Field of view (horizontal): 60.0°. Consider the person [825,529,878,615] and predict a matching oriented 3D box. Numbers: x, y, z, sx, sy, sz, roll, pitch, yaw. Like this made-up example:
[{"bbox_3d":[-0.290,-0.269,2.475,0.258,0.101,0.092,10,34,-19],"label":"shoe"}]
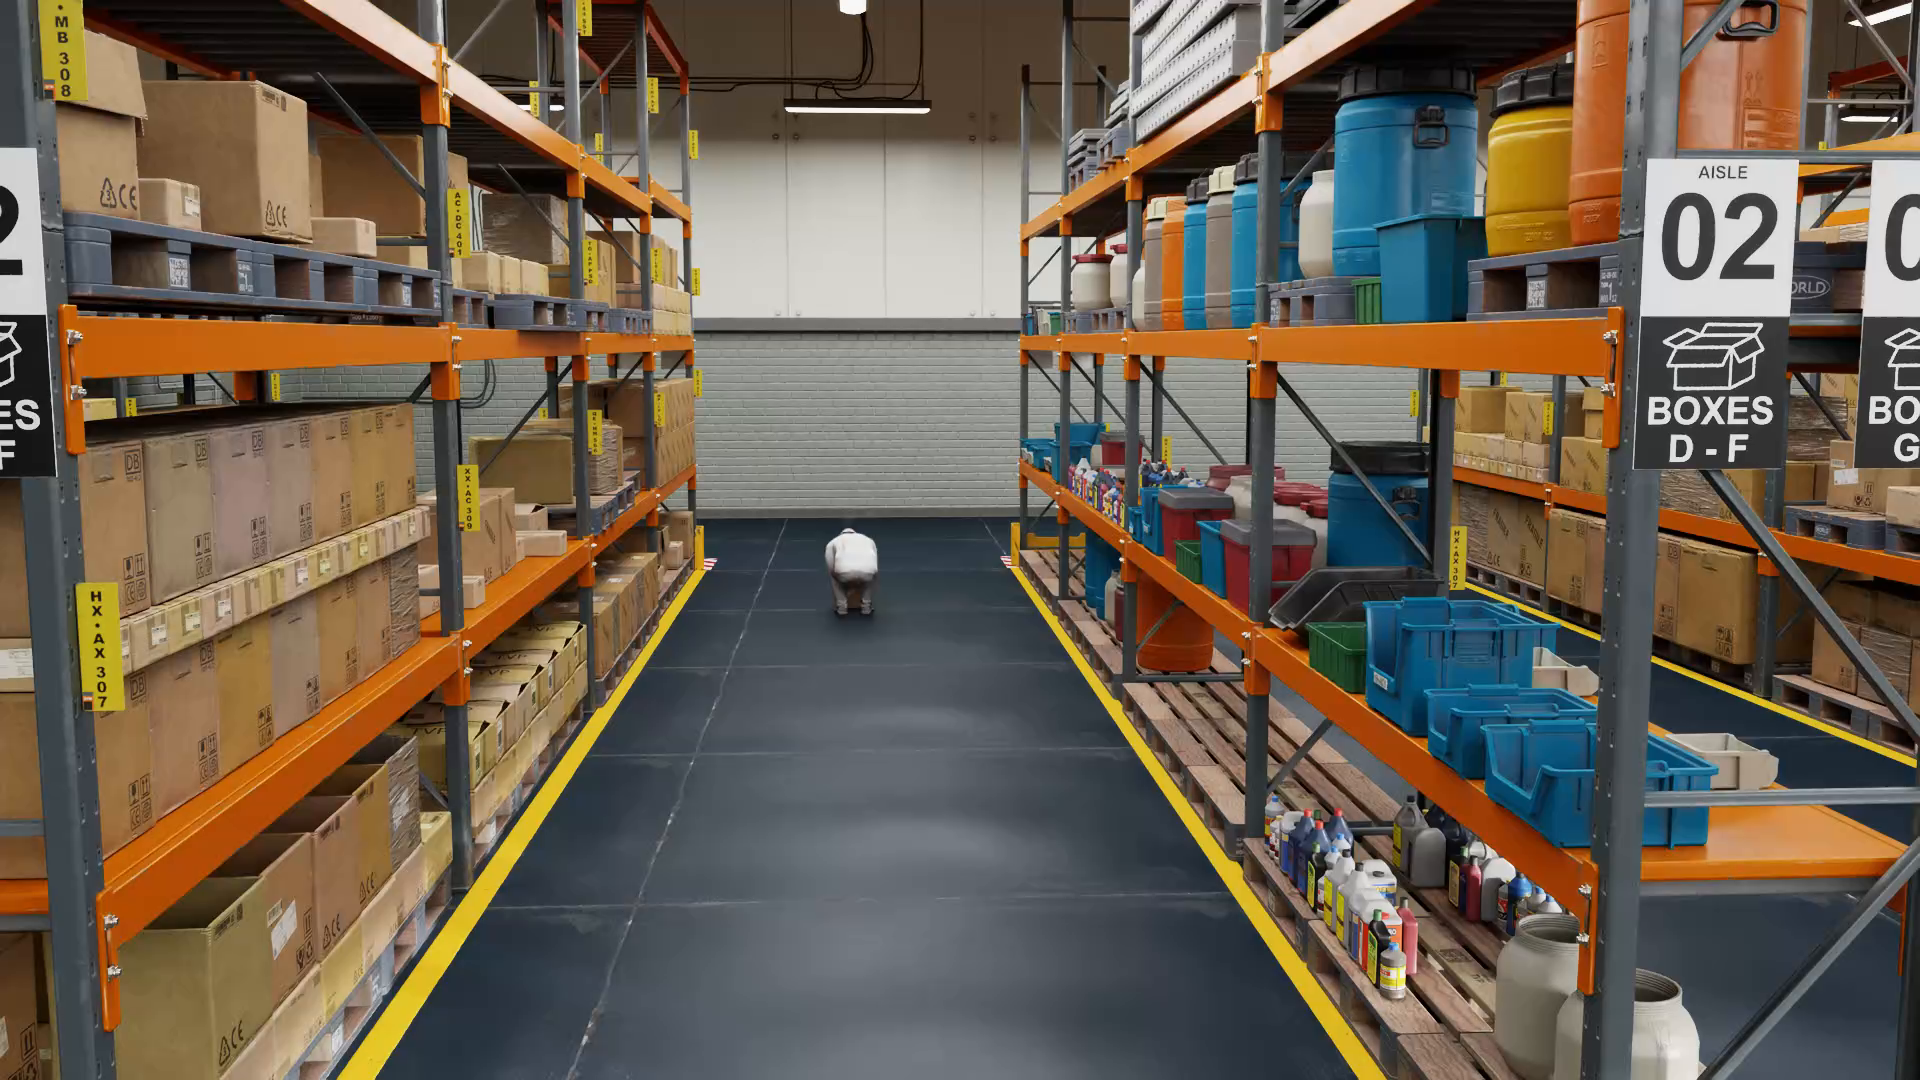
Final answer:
[{"bbox_3d":[-1.108,0.345,17.004,0.530,0.834,0.951,-1,7,-5],"label":"person"}]
